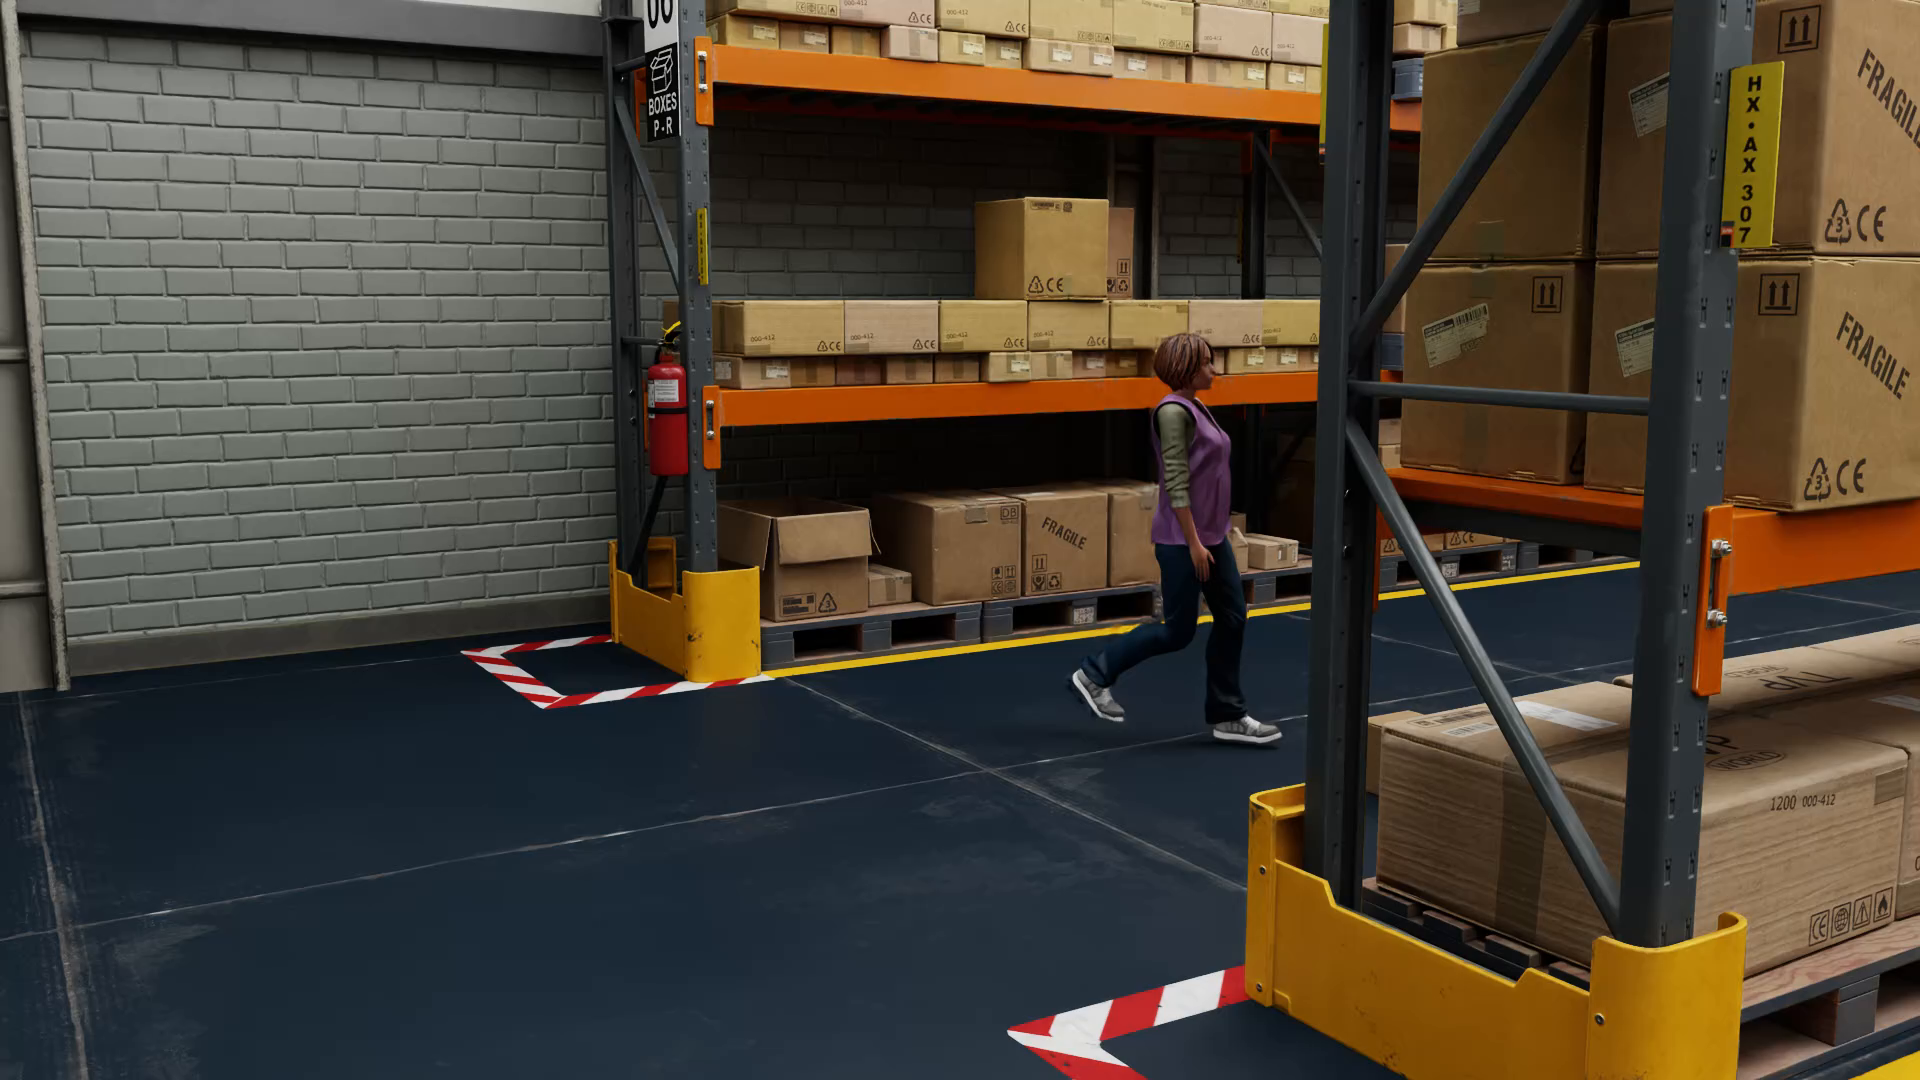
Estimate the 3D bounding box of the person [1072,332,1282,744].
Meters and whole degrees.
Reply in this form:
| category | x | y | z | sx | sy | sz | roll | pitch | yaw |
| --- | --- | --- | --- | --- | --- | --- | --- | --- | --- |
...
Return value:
| category | x | y | z | sx | sy | sz | roll | pitch | yaw |
| --- | --- | --- | --- | --- | --- | --- | --- | --- | --- |
| person | 0.836 | -0.006 | 6.355 | 0.803 | 1.568 | 0.411 | 4 | 9 | 25 |
